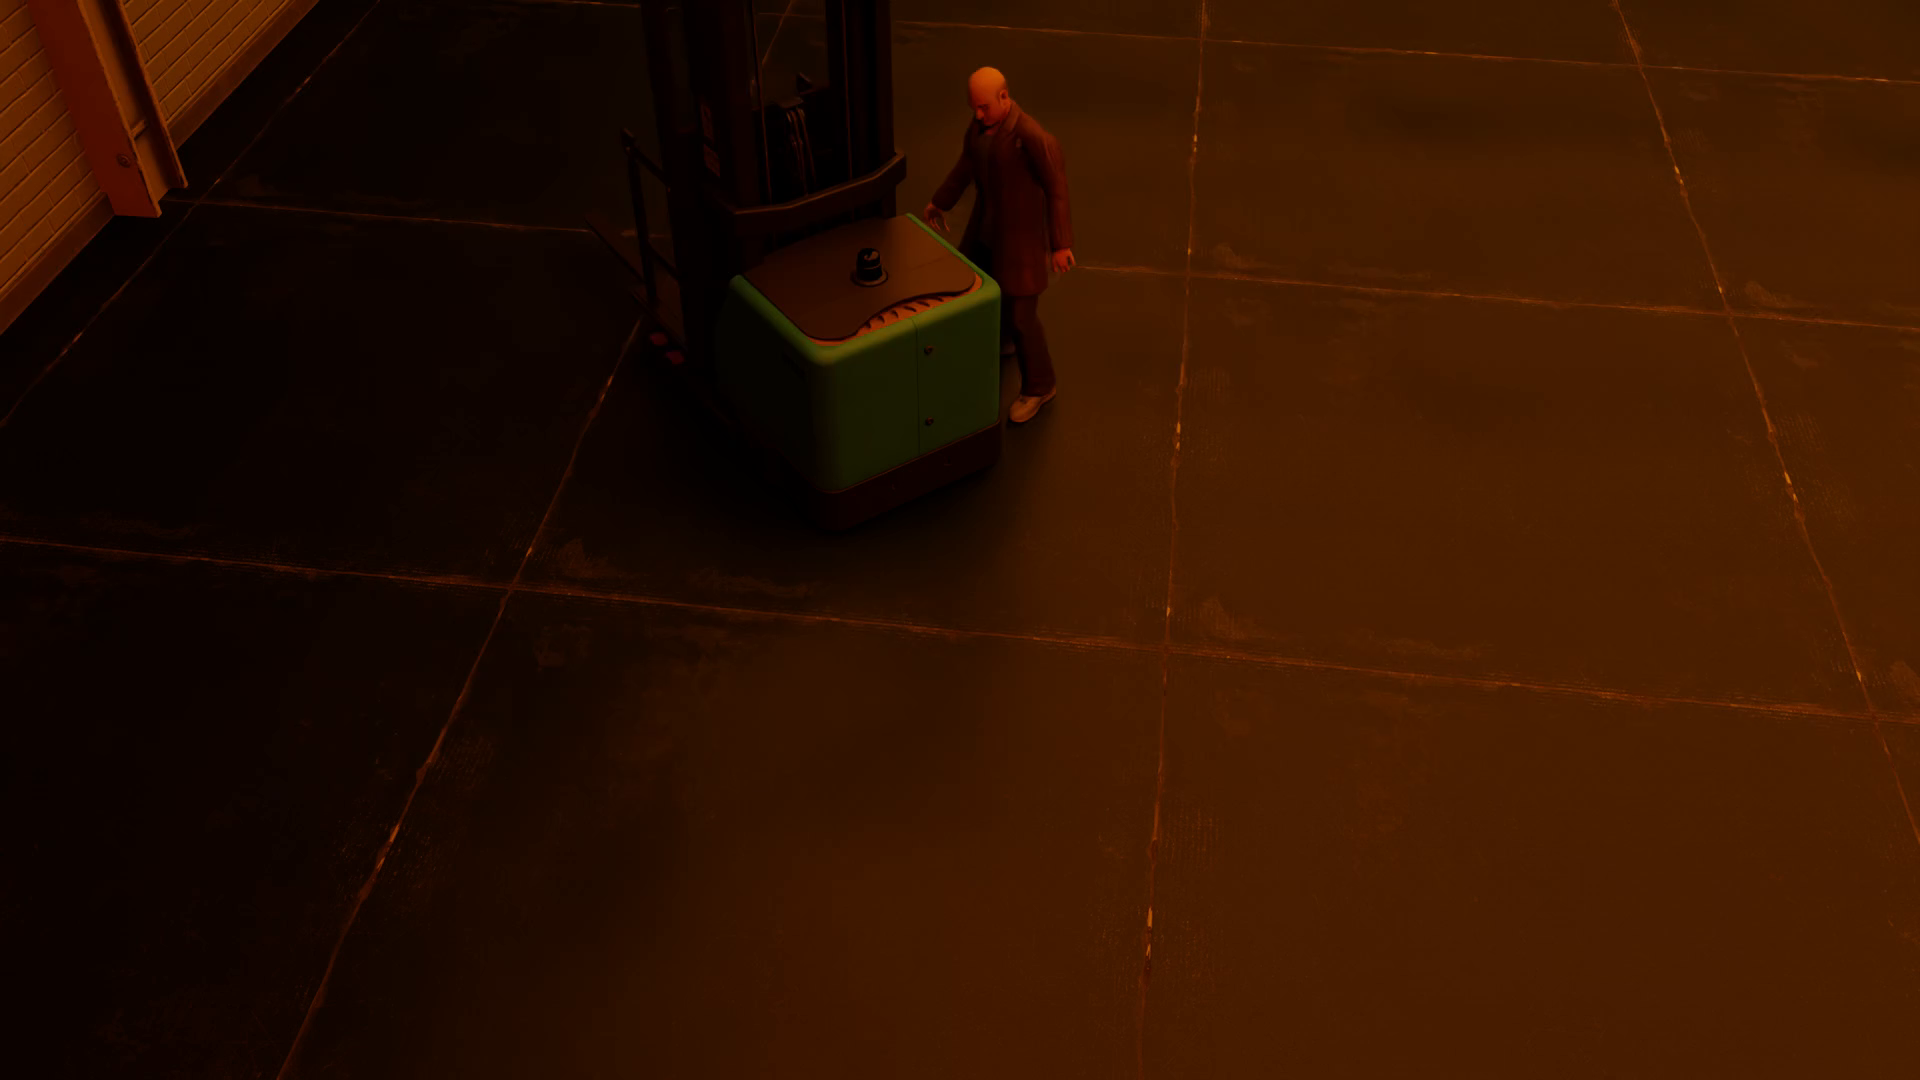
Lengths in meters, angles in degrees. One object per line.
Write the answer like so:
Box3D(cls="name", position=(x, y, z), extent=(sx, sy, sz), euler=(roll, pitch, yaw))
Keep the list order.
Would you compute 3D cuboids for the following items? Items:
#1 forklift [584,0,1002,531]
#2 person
Box3D(cls="forklift", position=(-1.044, -2.084, 7.993), extent=(1.130, 2.935, 3.031), euler=(-25, 48, -25))
Box3D(cls="person", position=(0.200, -1.522, 8.269), extent=(0.422, 1.741, 0.885), euler=(-26, 49, -26))
